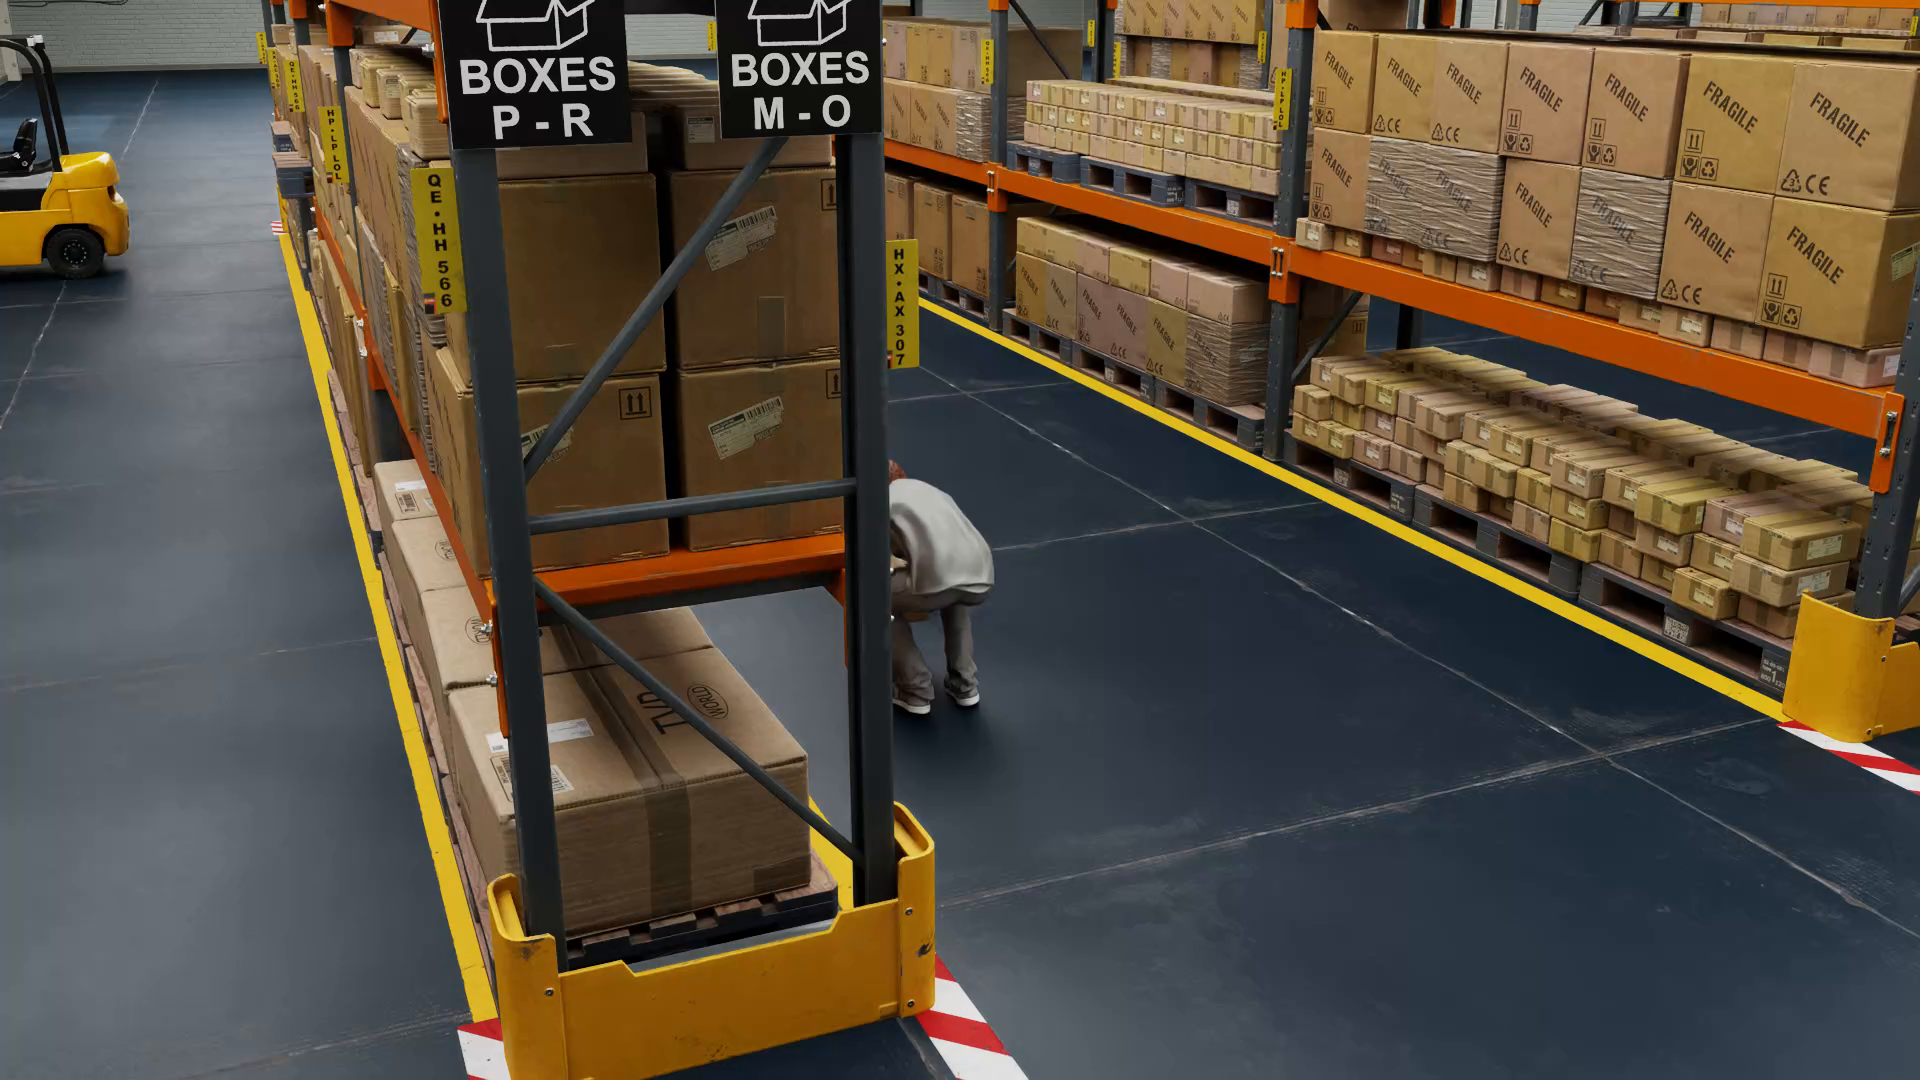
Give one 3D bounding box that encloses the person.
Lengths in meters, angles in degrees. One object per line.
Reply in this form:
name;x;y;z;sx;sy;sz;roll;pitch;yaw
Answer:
person;-0.162;0.196;6.622;0.430;0.874;0.851;-9;21;-24
